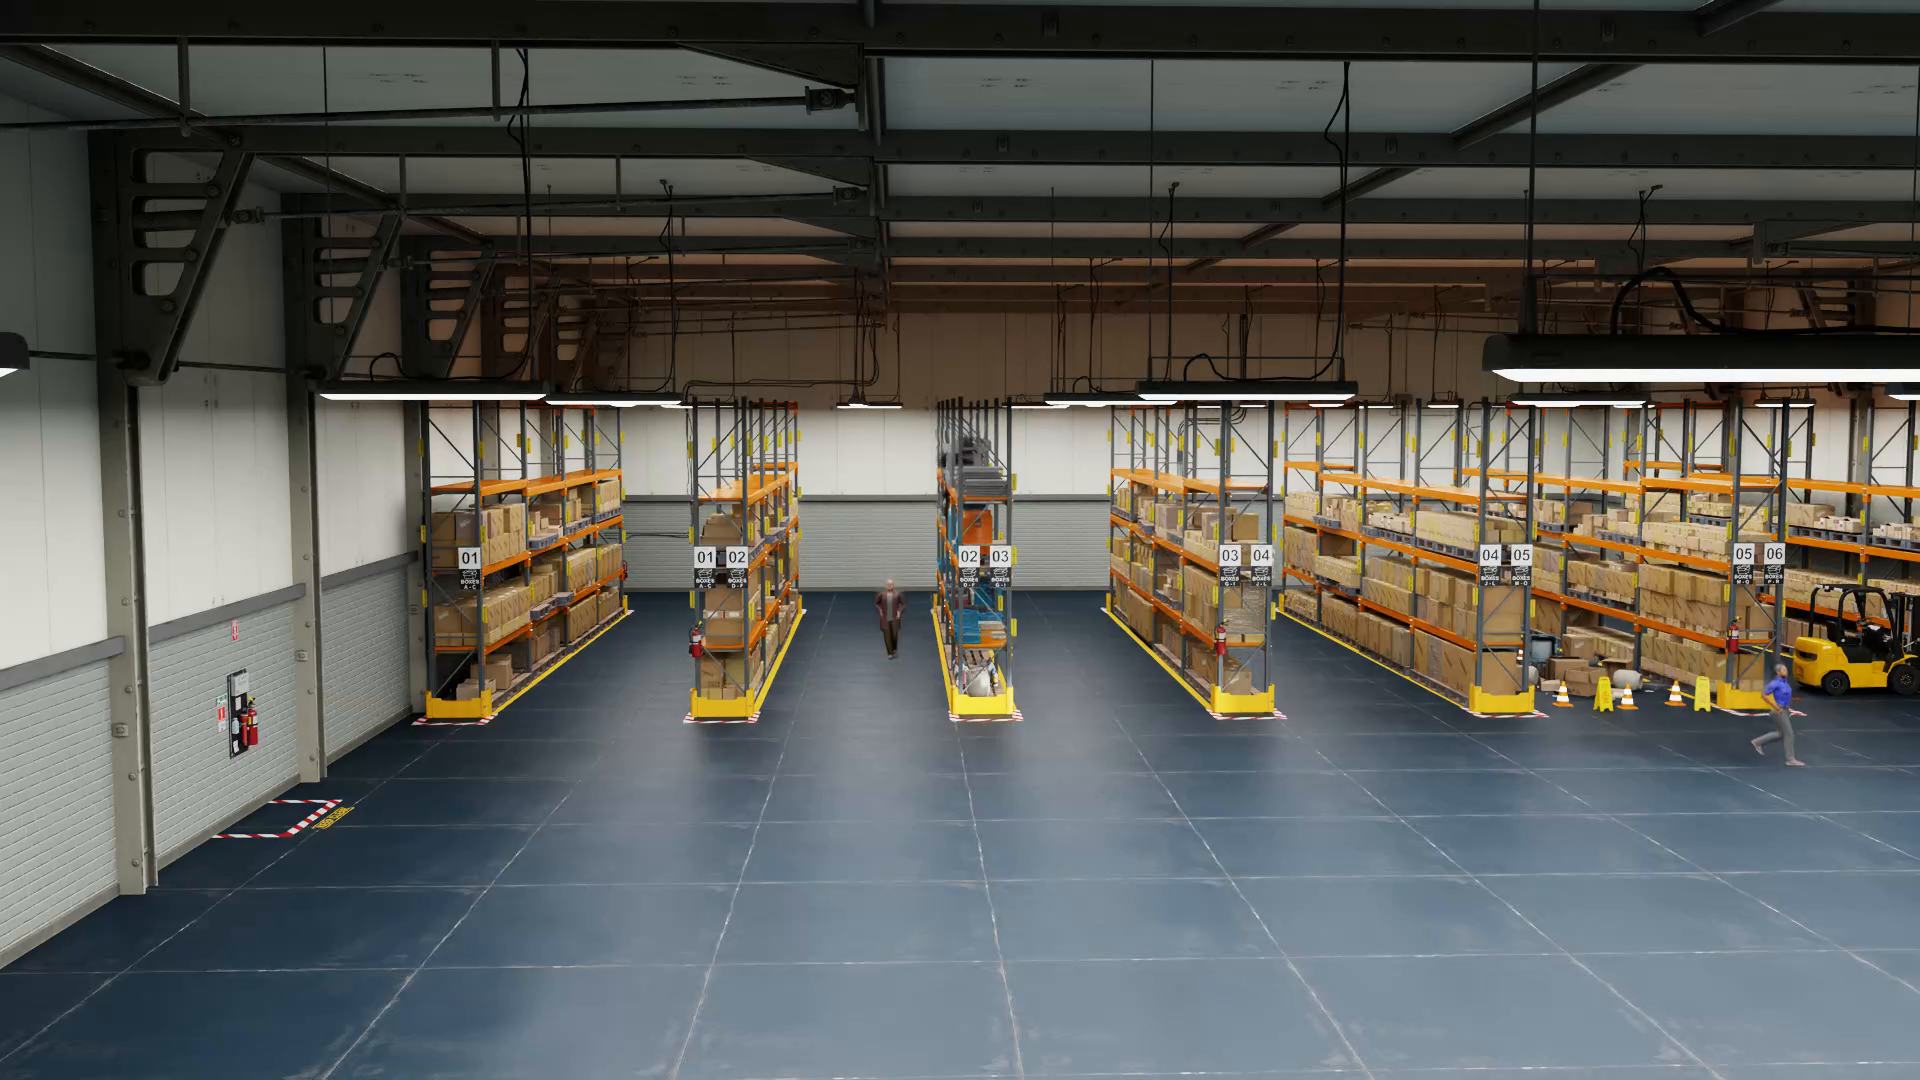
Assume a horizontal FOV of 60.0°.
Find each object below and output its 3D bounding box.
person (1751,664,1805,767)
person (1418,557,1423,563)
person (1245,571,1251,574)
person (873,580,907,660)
[{"bbox_3d":[13.293,2.816,26.986,0.852,1.627,0.587,4,6,45],"label":"person"},{"bbox_3d":[13.542,1.098,49.303,0.904,1.655,0.593,0,4,1],"label":"person"},{"bbox_3d":[8.043,1.343,45.388,0.674,1.801,0.895,1,4,7],"label":"person"},{"bbox_3d":[-1.538,1.747,36.469,0.731,1.747,0.588,0,4,0],"label":"person"}]
